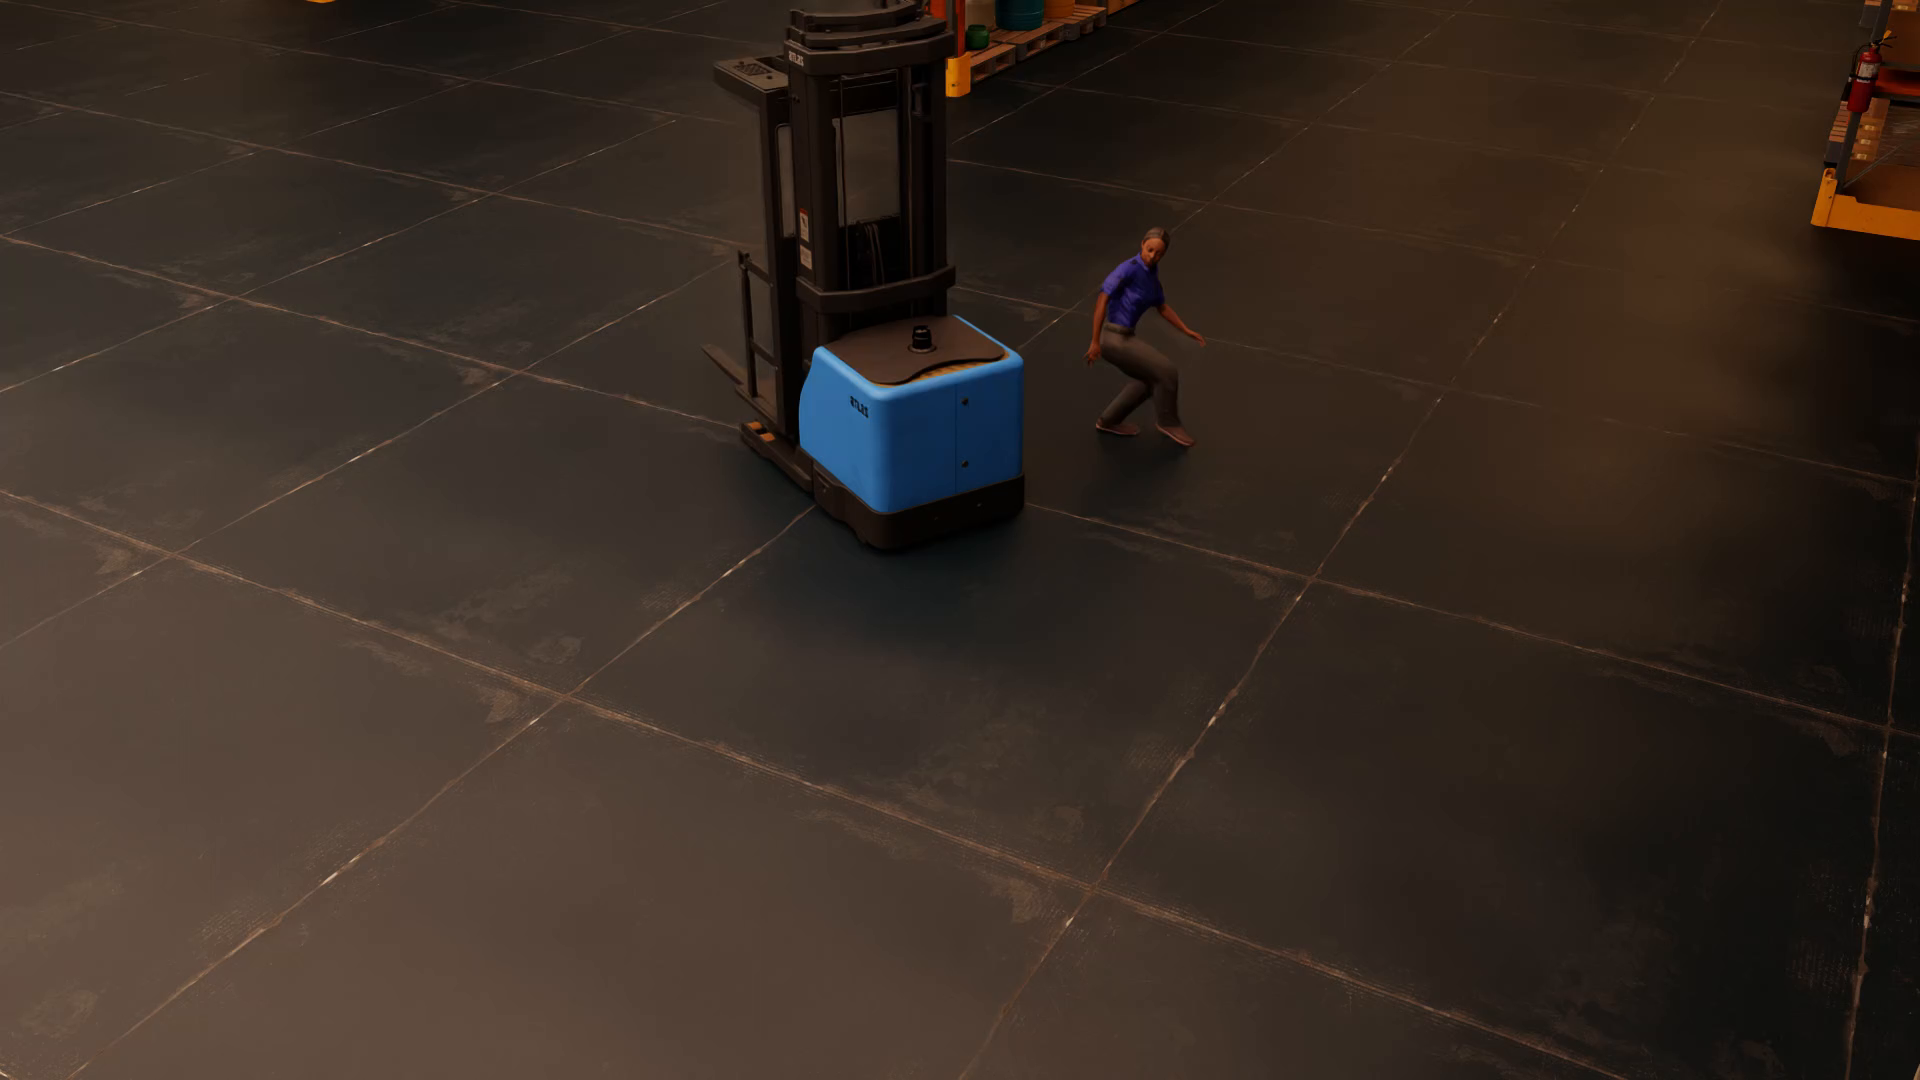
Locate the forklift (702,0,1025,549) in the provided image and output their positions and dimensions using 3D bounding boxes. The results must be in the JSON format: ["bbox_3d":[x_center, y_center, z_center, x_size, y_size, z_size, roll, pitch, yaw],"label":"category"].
[{"bbox_3d":[-0.797,-1.915,10.389,1.130,2.935,3.031,-17,34,-27],"label":"forklift"}]

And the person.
[{"bbox_3d":[1.207,-1.264,10.760,0.739,1.466,0.683,7,31,12],"label":"person"}]
